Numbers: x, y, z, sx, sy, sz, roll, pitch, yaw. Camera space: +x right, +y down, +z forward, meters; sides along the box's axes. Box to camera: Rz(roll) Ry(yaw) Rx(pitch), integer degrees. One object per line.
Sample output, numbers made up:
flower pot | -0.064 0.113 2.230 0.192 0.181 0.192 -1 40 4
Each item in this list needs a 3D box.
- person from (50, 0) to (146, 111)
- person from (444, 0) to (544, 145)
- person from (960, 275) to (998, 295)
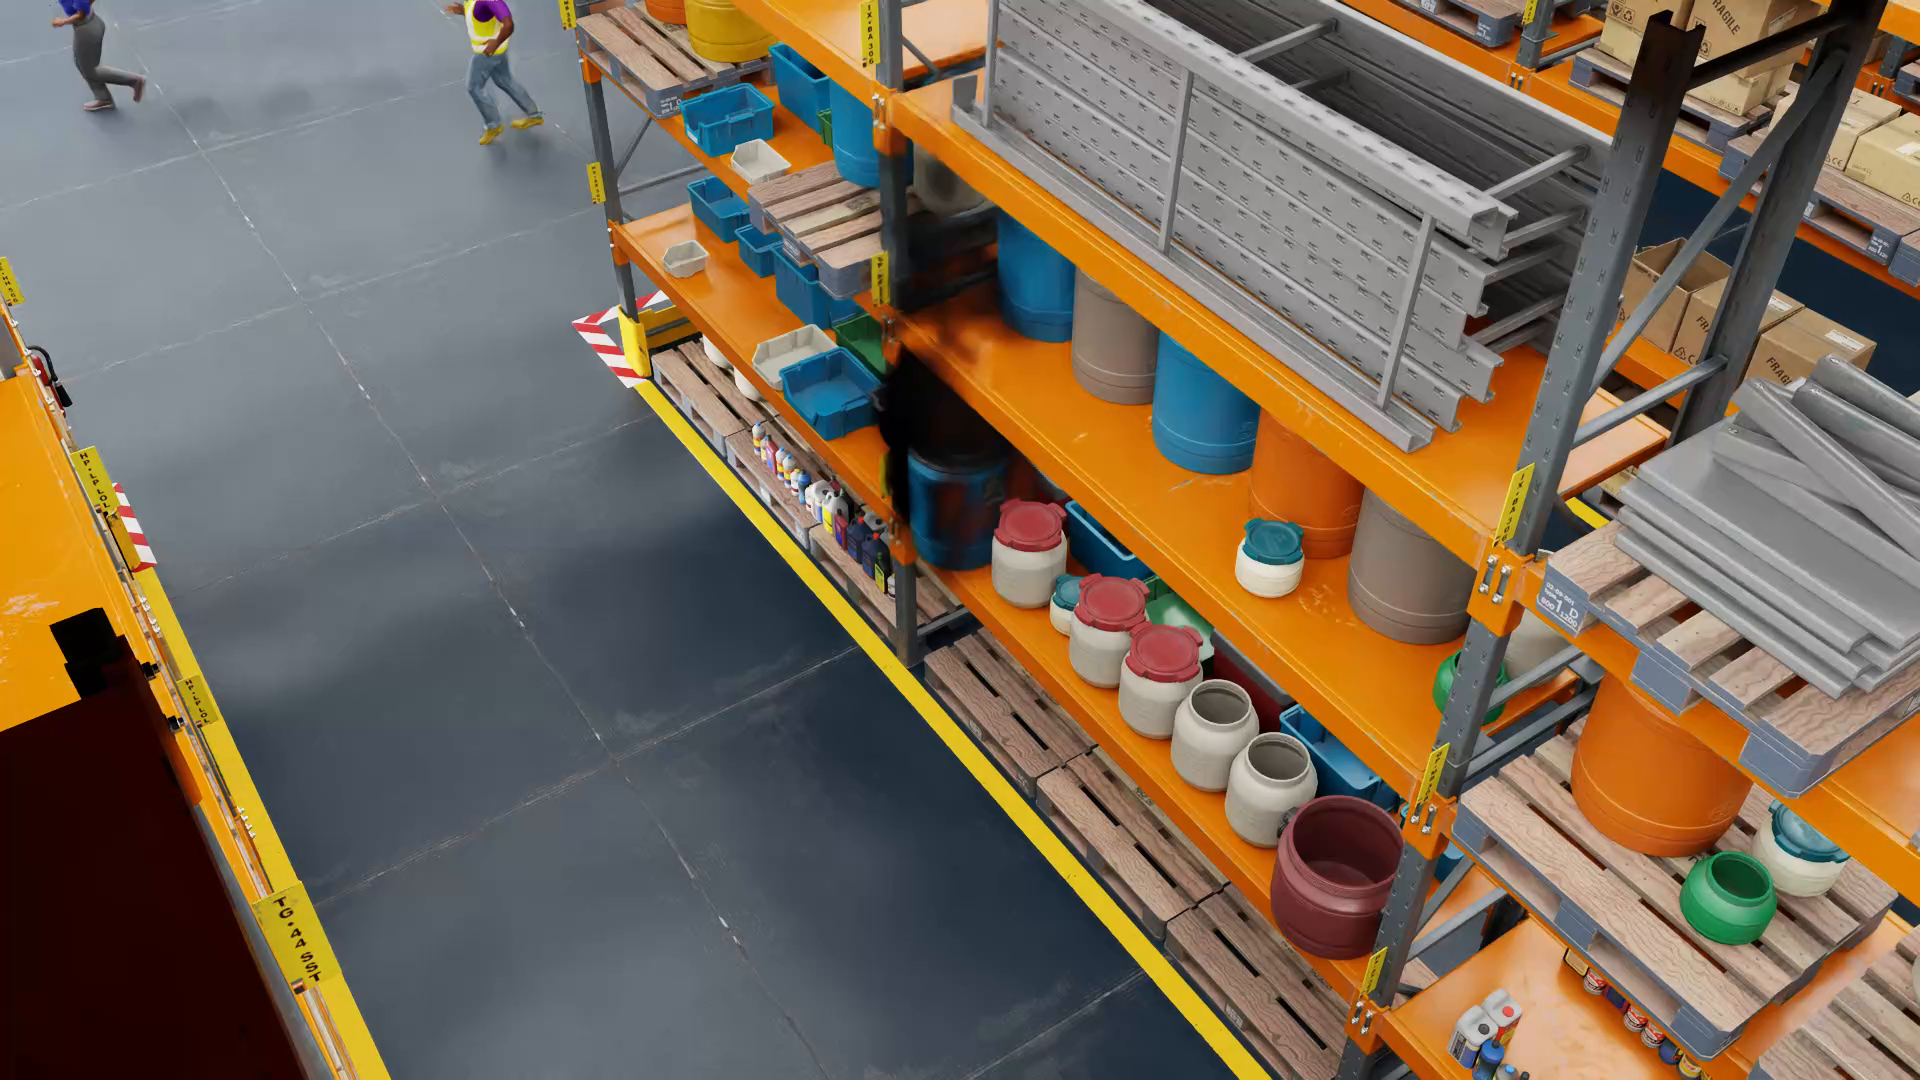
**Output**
person | -8.274 -4.841 15.894 0.701 1.521 0.581 -7 43 -8
person | -4.345 -4.531 15.385 0.717 1.825 0.674 -4 43 -4
person | 0.172 -1.870 12.142 0.532 1.621 0.744 -28 50 -27
